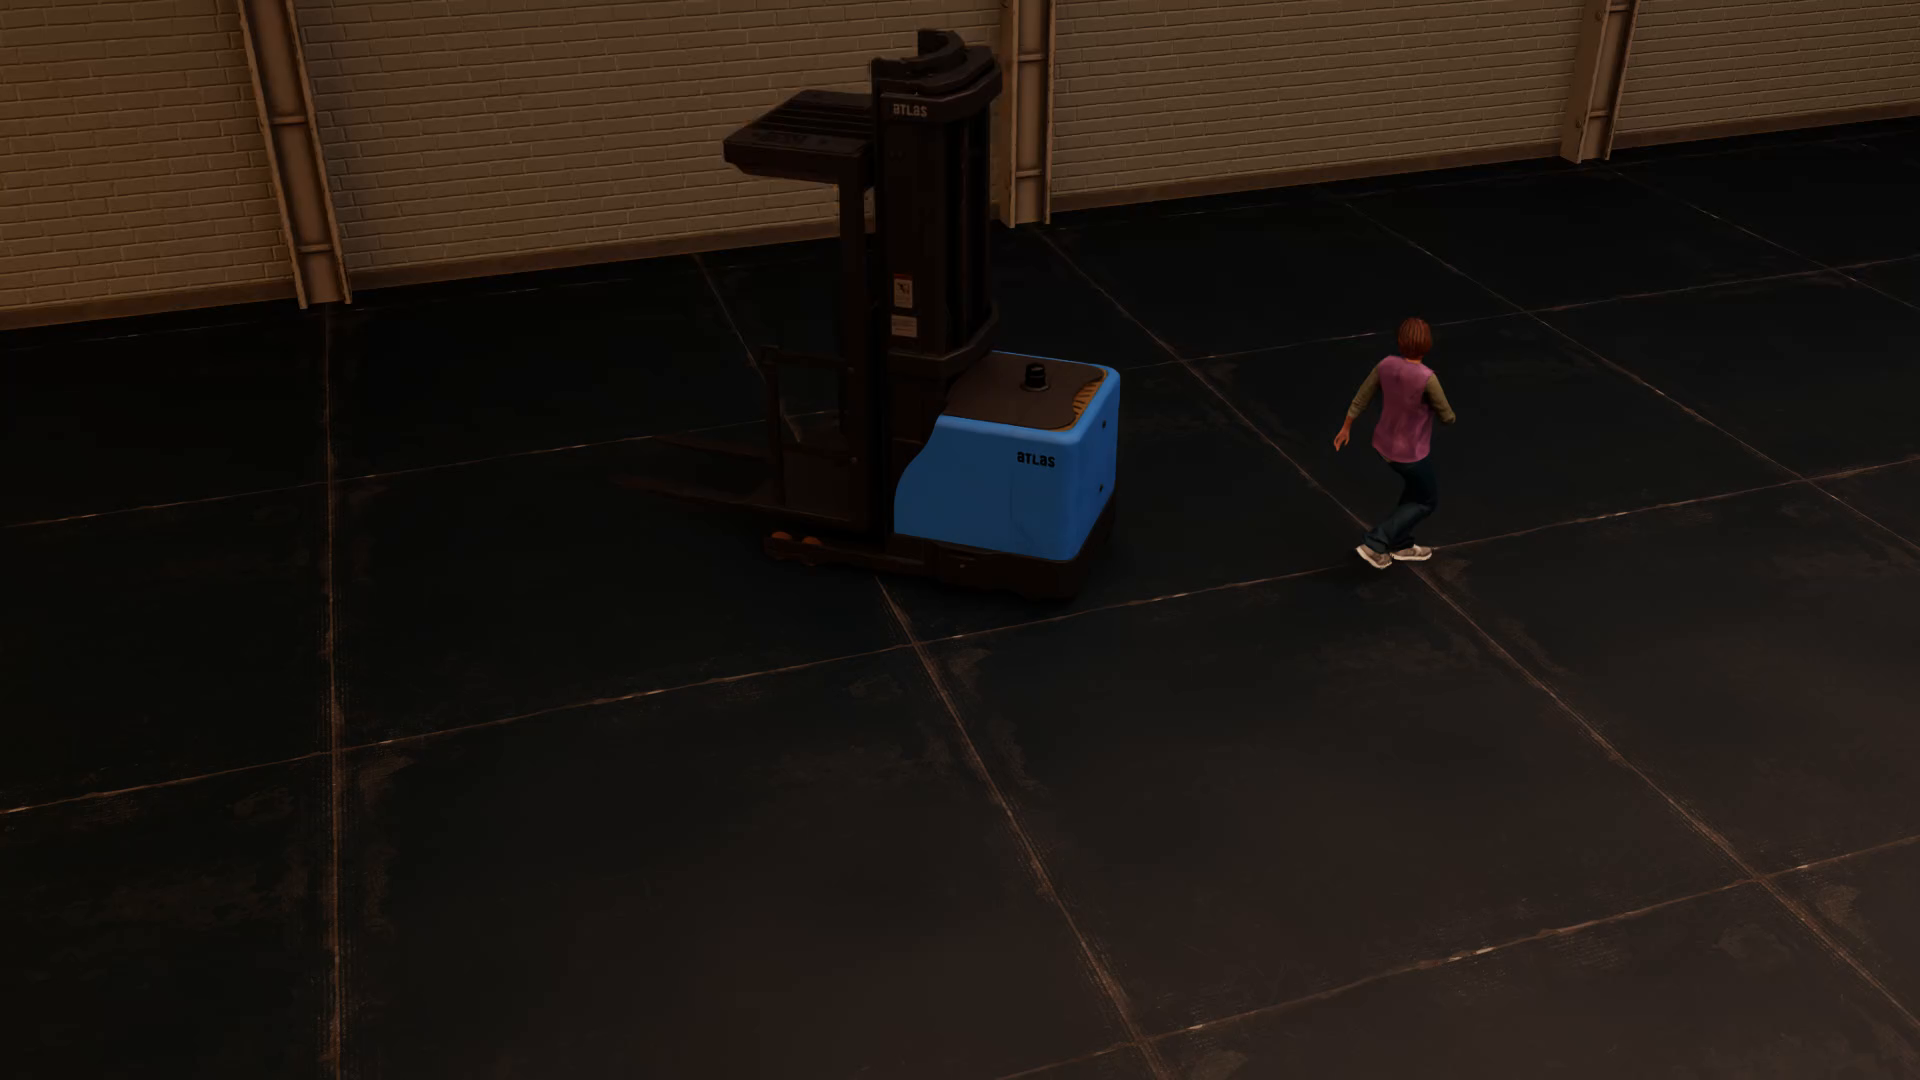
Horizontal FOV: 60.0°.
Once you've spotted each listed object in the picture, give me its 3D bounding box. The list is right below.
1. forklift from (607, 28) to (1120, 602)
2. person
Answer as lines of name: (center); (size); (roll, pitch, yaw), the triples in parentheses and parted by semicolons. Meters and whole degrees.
forklift: (-0.636, -1.356, 9.444); (3.031, 2.935, 1.130); (10, 31, 16)
person: (2.509, -0.542, 9.444); (0.613, 1.539, 0.529); (-12, 32, -19)
